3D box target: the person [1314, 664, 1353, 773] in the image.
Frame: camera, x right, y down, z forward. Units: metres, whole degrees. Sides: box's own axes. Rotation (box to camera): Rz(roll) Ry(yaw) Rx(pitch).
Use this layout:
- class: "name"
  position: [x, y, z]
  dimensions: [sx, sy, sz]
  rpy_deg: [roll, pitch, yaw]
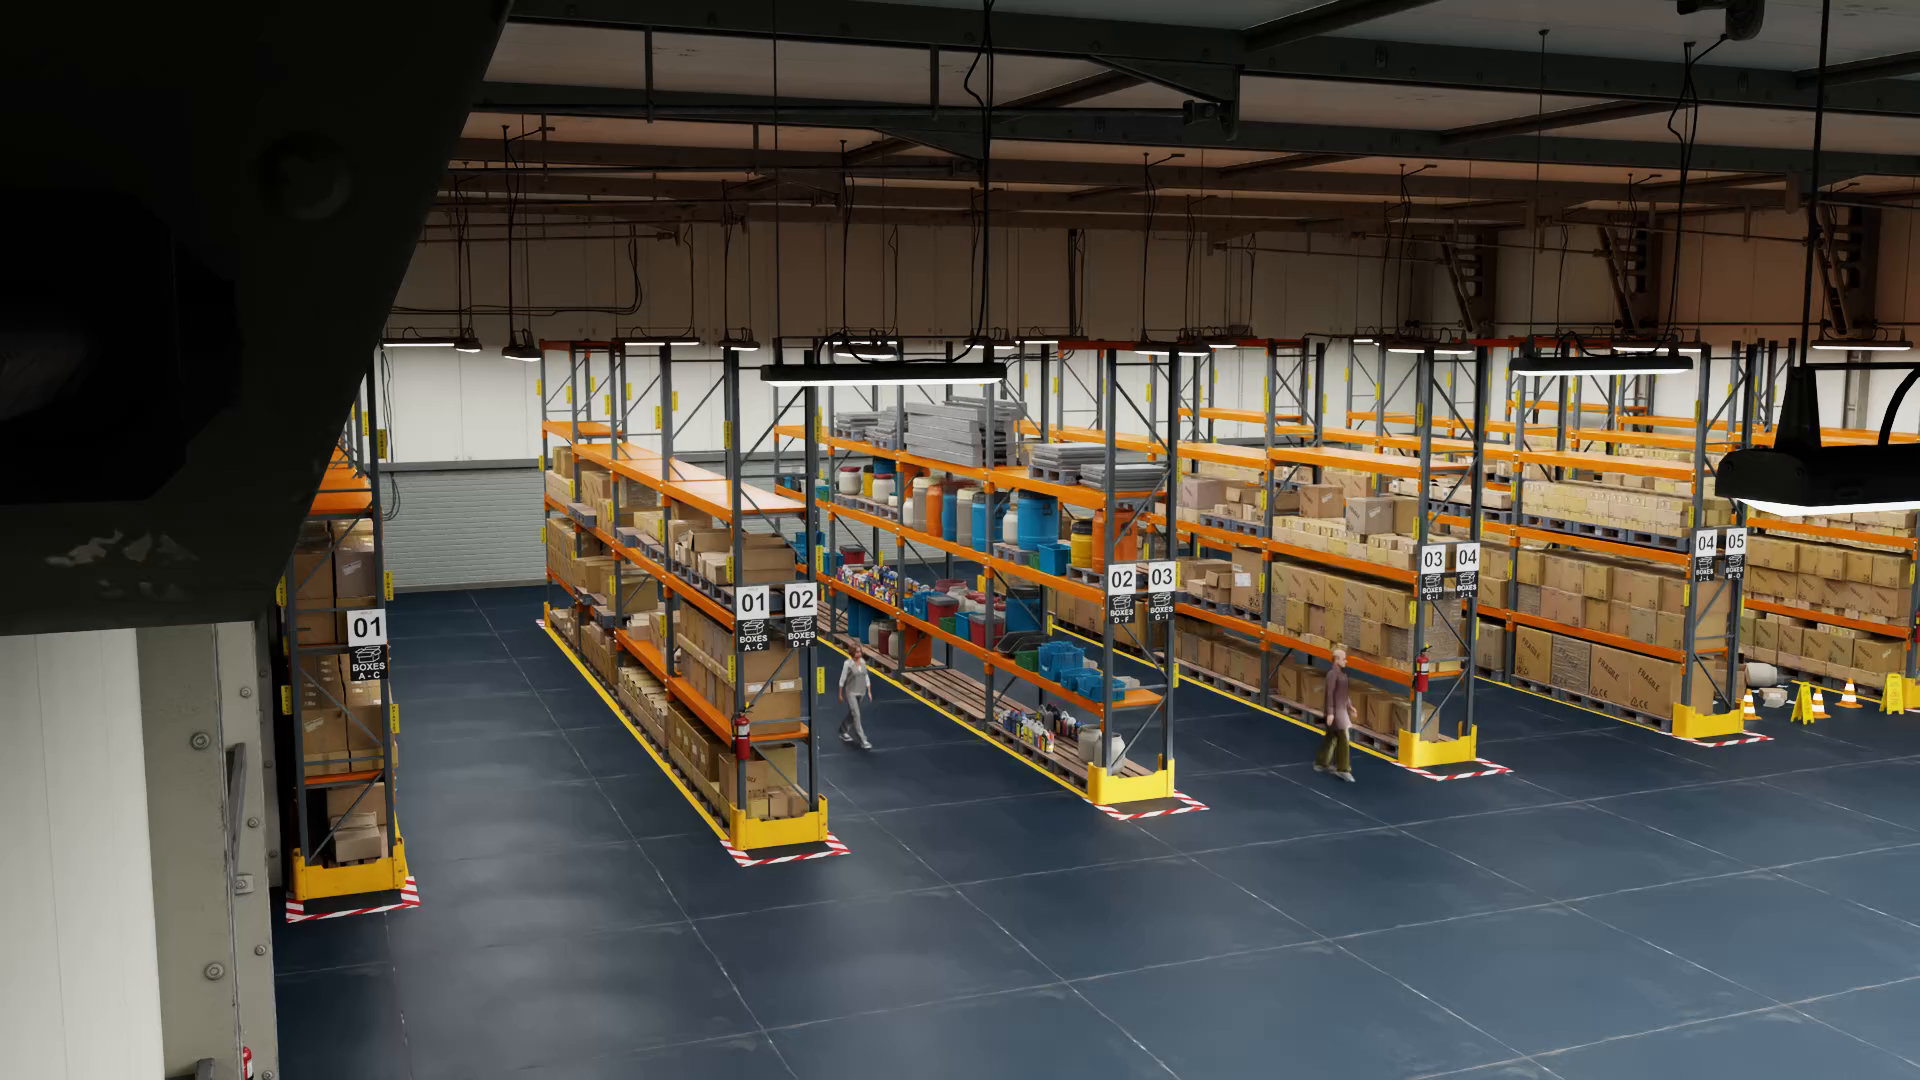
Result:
- class: "person"
  position: [5.250, 2.471, 23.324]
  dimensions: [0.523, 1.491, 0.595]
  rpy_deg: [2, 8, 16]

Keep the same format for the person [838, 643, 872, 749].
- class: "person"
  position: [-1.541, 2.313, 24.898]
  dimensions: [0.969, 1.543, 0.453]
  rpy_deg: [7, 10, 42]
